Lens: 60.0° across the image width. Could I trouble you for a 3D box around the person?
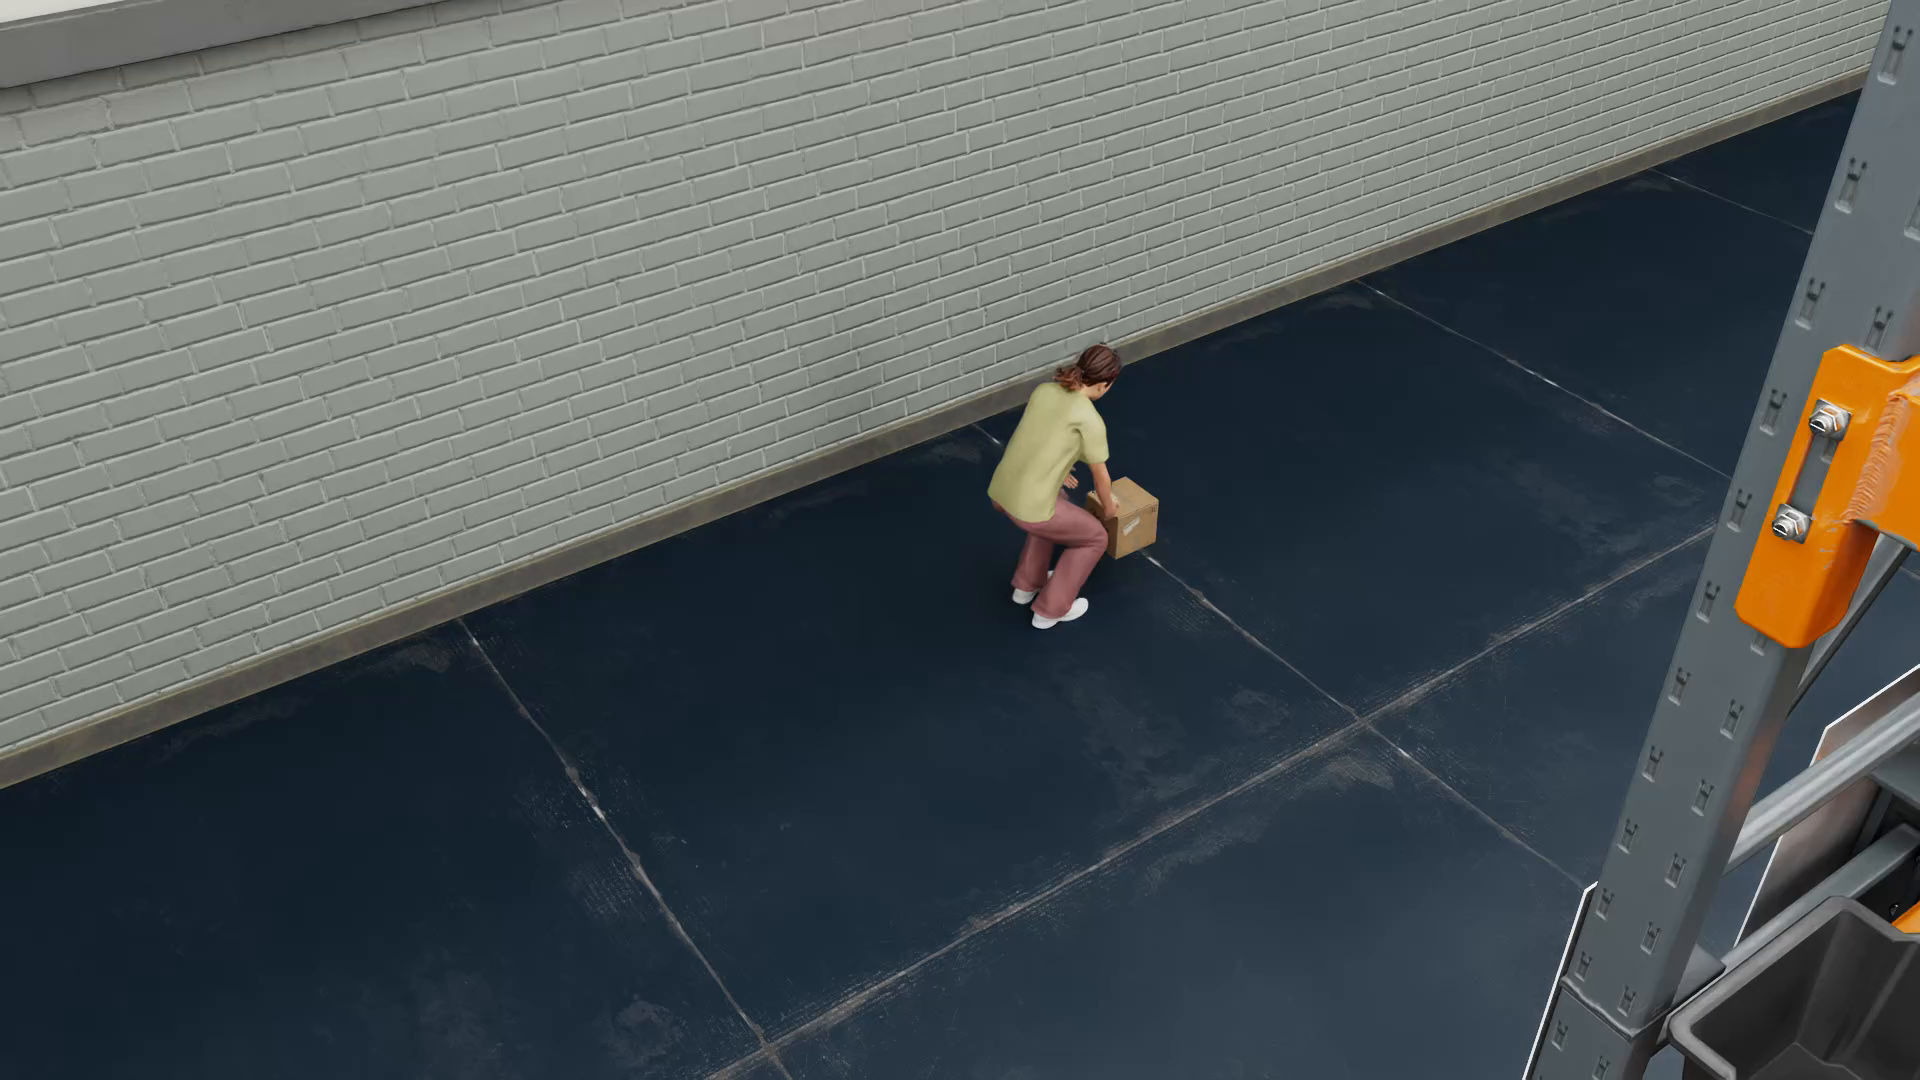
[{"bbox_3d":[0.434,-0.246,7.649,0.680,1.307,0.512,-23,42,-27],"label":"person"}]
